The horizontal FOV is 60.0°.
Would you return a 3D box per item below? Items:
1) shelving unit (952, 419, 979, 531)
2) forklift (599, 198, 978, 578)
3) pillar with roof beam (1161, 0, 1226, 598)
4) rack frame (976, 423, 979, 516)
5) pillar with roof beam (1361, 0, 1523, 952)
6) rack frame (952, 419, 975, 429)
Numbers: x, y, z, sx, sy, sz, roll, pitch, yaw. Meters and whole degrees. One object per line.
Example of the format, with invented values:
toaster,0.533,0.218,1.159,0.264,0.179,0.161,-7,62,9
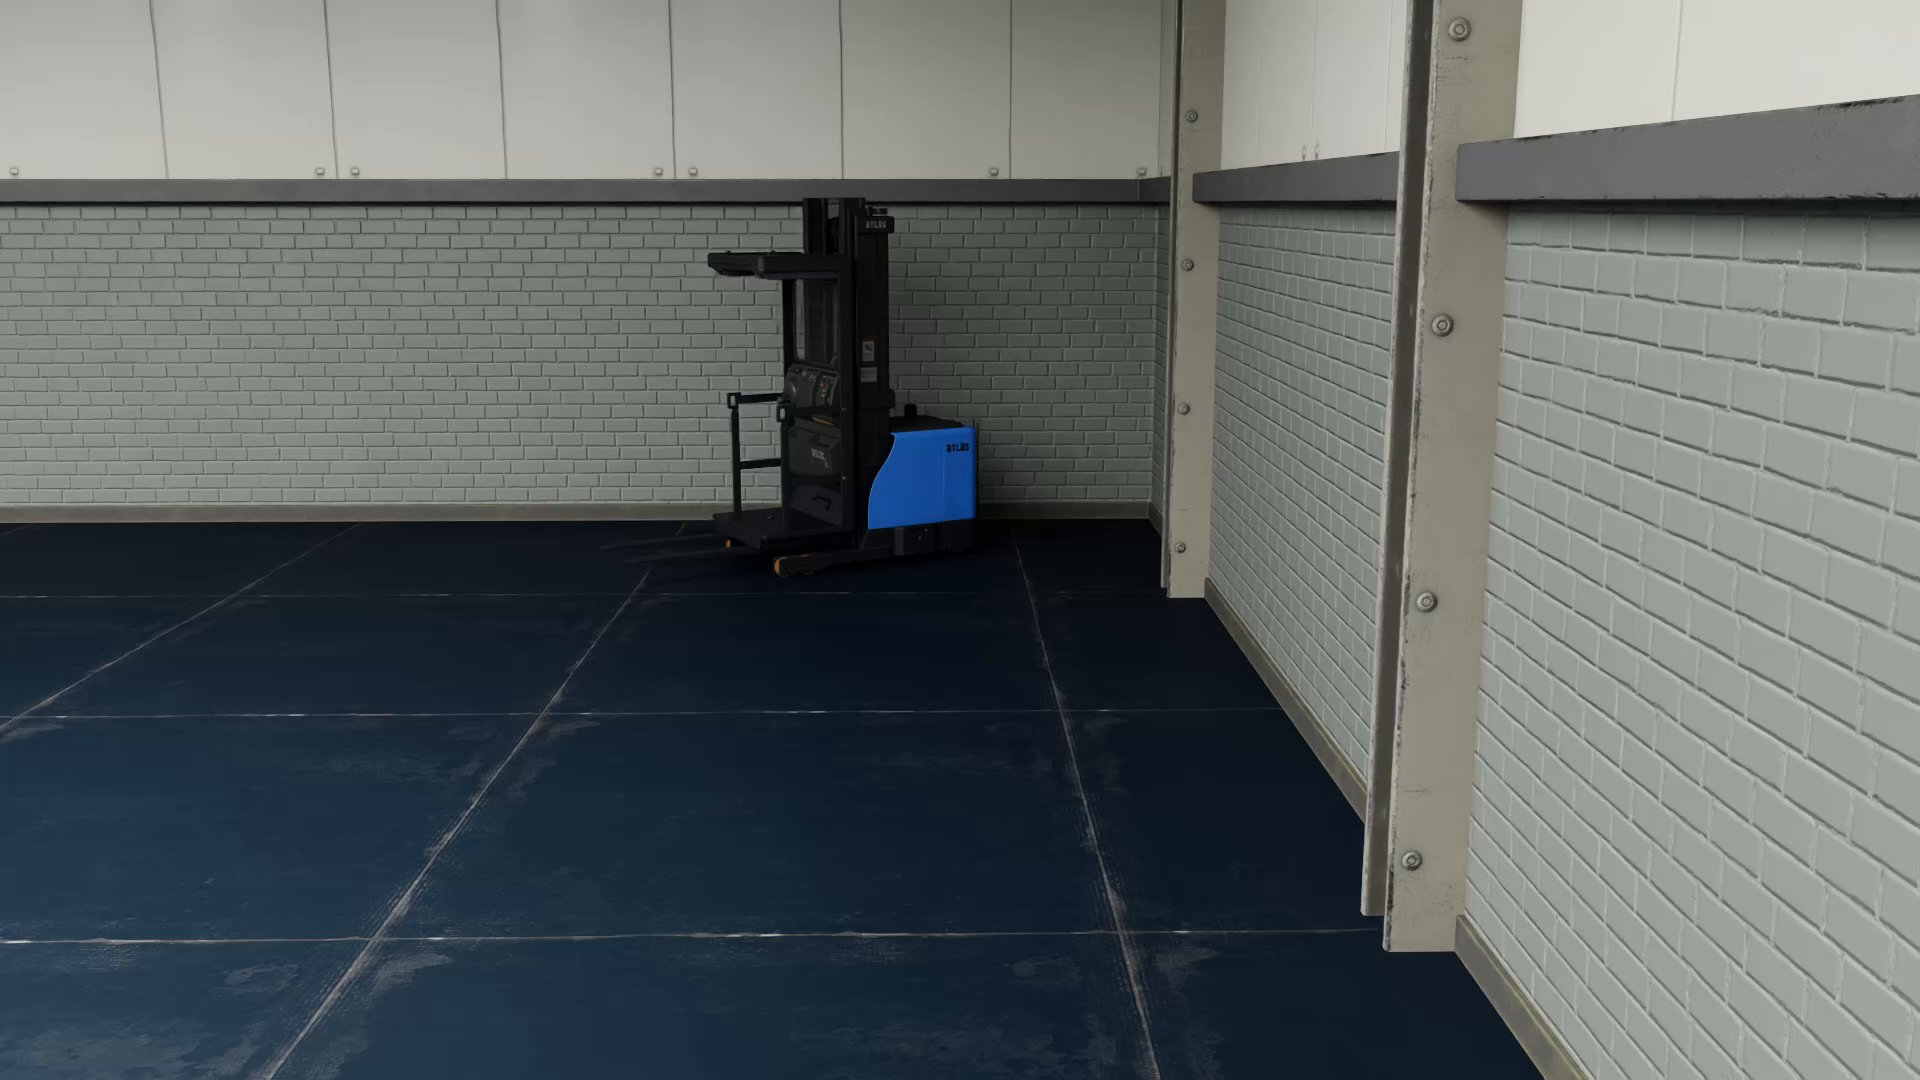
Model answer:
shelving unit,0.046,-0.512,14.442,0.215,1.050,0.252,-1,12,-7
forklift,-1.382,-1.258,13.389,3.031,2.935,1.130,-7,13,-29
pillar with roof beam,-2.598,-4.002,11.651,9.100,9.000,0.400,0,11,-1
rack frame,0.060,-0.488,14.323,0.200,1.050,0.008,-1,12,-7
pillar with roof beam,-2.474,-2.809,5.772,9.100,9.000,0.400,0,11,-1
rack frame,0.032,-0.536,14.561,0.200,1.050,0.008,-1,12,-7
